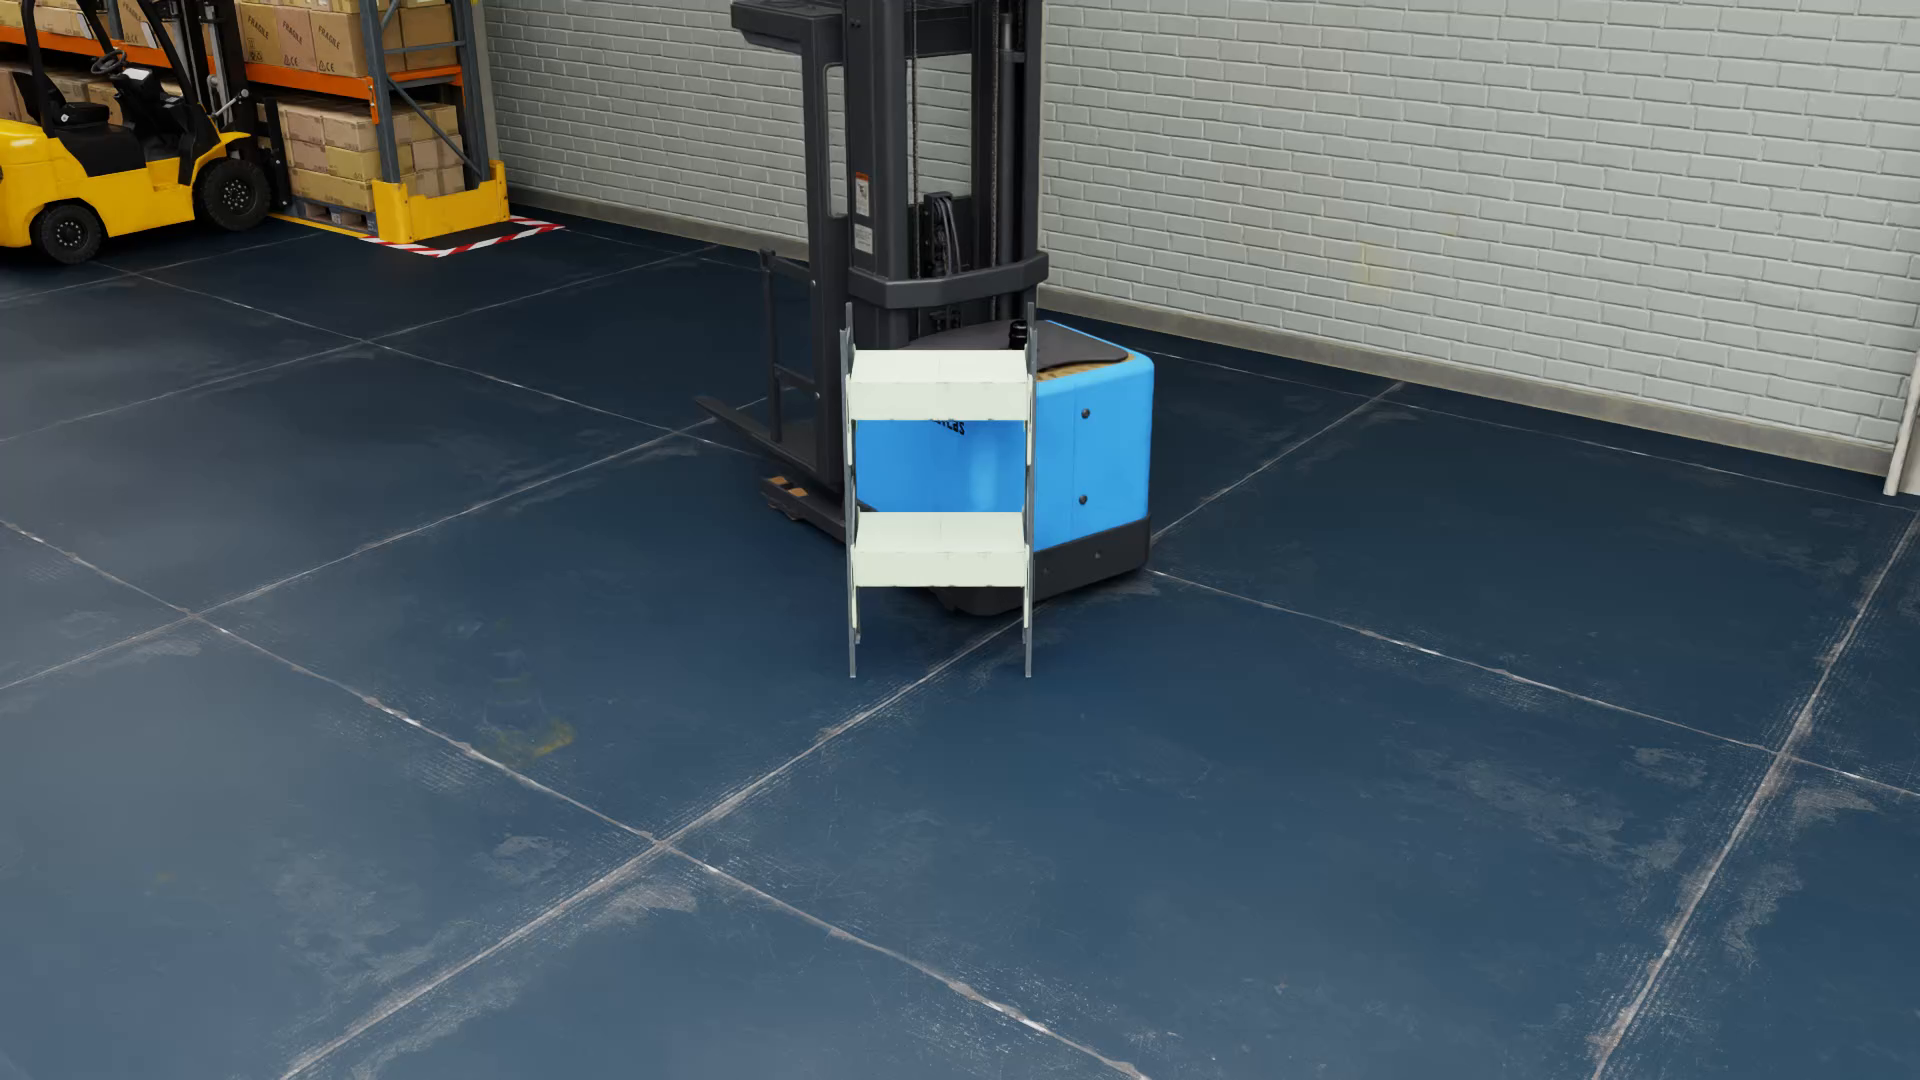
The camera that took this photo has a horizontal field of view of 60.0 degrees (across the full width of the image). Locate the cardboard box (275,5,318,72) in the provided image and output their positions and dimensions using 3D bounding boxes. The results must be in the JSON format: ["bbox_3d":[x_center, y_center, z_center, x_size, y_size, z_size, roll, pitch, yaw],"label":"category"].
[{"bbox_3d":[-5.410,-4.271,14.098,0.500,0.500,0.500,18,29,35],"label":"cardboard box"}]

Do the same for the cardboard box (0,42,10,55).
[{"bbox_3d":[-11.081,-5.568,18.943,0.250,0.149,0.380,19,30,36],"label":"cardboard box"}]

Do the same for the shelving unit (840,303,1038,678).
[{"bbox_3d":[-0.081,-0.190,6.820,0.755,1.500,0.431,0,24,0],"label":"shelving unit"}]

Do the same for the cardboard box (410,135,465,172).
[{"bbox_3d":[-4.700,-3.405,14.528,0.500,0.250,0.500,17,29,34],"label":"cardboard box"}]

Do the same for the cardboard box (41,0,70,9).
[{"bbox_3d":[-8.612,-5.348,16.233,0.500,0.250,0.500,16,28,32],"label":"cardboard box"}]

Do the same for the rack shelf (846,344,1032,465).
[{"bbox_3d":[-0.081,-0.547,6.663,0.720,0.370,0.431,0,24,0],"label":"rack shelf"}]

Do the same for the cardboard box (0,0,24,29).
[{"bbox_3d":[-9.412,-5.370,16.904,0.500,0.250,0.500,18,29,35],"label":"cardboard box"}]

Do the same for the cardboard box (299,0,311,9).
[{"bbox_3d":[-5.287,-4.533,13.889,0.250,0.149,0.380,17,29,34],"label":"cardboard box"}]

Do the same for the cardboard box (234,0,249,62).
[{"bbox_3d":[-6.229,-4.512,14.647,0.500,0.500,0.500,17,29,34],"label":"cardboard box"}]

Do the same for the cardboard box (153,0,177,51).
[{"bbox_3d":[-7.024,-4.763,15.216,0.500,0.500,0.500,17,29,34],"label":"cardboard box"}]

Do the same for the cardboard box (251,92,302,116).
[{"bbox_3d":[-6.227,-3.830,14.871,0.500,0.250,0.500,16,28,32],"label":"cardboard box"}]

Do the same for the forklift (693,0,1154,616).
[{"bbox_3d":[-0.381,-1.543,8.117,1.130,2.935,3.031,-16,29,-32],"label":"forklift"}]

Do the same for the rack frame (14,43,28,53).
[{"bbox_3d":[-10.850,-5.997,18.140,0.127,3.000,1.000,17,29,33],"label":"rack frame"}]

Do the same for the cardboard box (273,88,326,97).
[{"bbox_3d":[-5.921,-4.001,15.260,0.500,0.250,0.500,16,28,32],"label":"cardboard box"}]

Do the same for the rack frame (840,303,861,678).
[{"bbox_3d":[-0.447,-0.190,6.820,0.023,1.500,0.400,0,24,0],"label":"rack frame"}]

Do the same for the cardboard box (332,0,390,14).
[{"bbox_3d":[-4.894,-4.398,13.583,0.250,0.149,0.380,17,29,34],"label":"cardboard box"}]

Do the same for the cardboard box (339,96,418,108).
[{"bbox_3d":[-5.122,-3.750,14.691,0.500,0.250,0.500,17,29,33],"label":"cardboard box"}]

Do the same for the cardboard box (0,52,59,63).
[{"bbox_3d":[-10.359,-4.947,18.181,0.625,0.625,0.875,18,29,35],"label":"cardboard box"}]

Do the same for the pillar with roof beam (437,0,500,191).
[{"bbox_3d":[-7.047,-5.878,10.429,0.400,9.000,9.100,17,29,33],"label":"pillar with roof beam"}]

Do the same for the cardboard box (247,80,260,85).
[{"bbox_3d":[-6.725,-4.246,15.817,0.500,0.250,0.500,16,29,33],"label":"cardboard box"}]

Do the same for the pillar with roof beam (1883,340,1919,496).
[{"bbox_3d":[2.555,-2.976,3.843,0.400,9.000,9.100,17,29,33],"label":"pillar with roof beam"}]

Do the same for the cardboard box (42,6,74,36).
[{"bbox_3d":[-8.615,-5.118,16.331,0.500,0.250,0.500,17,29,33],"label":"cardboard box"}]

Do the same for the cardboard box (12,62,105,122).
[{"bbox_3d":[-9.293,-4.629,17.459,0.625,0.625,0.875,15,28,31],"label":"cardboard box"}]

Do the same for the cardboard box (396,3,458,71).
[{"bbox_3d":[-4.679,-4.317,14.204,0.500,0.500,0.500,18,29,35],"label":"cardboard box"}]

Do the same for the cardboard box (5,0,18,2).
[{"bbox_3d":[-9.410,-5.601,16.809,0.500,0.250,0.500,17,29,34],"label":"cardboard box"}]

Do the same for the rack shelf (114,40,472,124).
[{"bbox_3d":[-6.049,-4.216,14.992,4.000,0.370,1.077,17,29,33],"label":"rack shelf"}]

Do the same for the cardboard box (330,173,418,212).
[{"bbox_3d":[-5.014,-3.008,14.245,0.500,0.250,0.500,17,29,34],"label":"cardboard box"}]

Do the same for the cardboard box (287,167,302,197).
[{"bbox_3d":[-5.801,-3.255,14.806,0.500,0.250,0.500,17,29,34],"label":"cardboard box"}]

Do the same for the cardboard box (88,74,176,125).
[{"bbox_3d":[-8.074,-4.257,16.617,0.625,0.625,0.875,18,30,36],"label":"cardboard box"}]

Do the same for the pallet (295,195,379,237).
[{"bbox_3d":[-5.086,-2.957,14.700,1.213,0.211,1.003,17,29,33],"label":"pallet"}]

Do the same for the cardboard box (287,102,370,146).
[{"bbox_3d":[-5.416,-3.586,14.317,0.500,0.250,0.500,17,29,34],"label":"cardboard box"}]

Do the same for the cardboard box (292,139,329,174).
[{"bbox_3d":[-5.421,-3.366,14.439,0.500,0.250,0.500,16,29,33],"label":"cardboard box"}]

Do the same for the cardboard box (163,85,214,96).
[{"bbox_3d":[-7.047,-4.076,15.429,0.500,0.250,0.500,17,29,33],"label":"cardboard box"}]

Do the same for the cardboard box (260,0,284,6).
[{"bbox_3d":[-5.721,-4.646,14.145,0.250,0.149,0.380,16,28,32],"label":"cardboard box"}]

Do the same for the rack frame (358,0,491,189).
[{"bbox_3d":[-4.449,-4.062,13.749,0.127,3.000,1.000,17,29,33],"label":"rack frame"}]

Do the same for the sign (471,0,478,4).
[{"bbox_3d":[-4.111,-4.672,13.962,0.005,0.325,0.100,17,29,33],"label":"sign"}]
